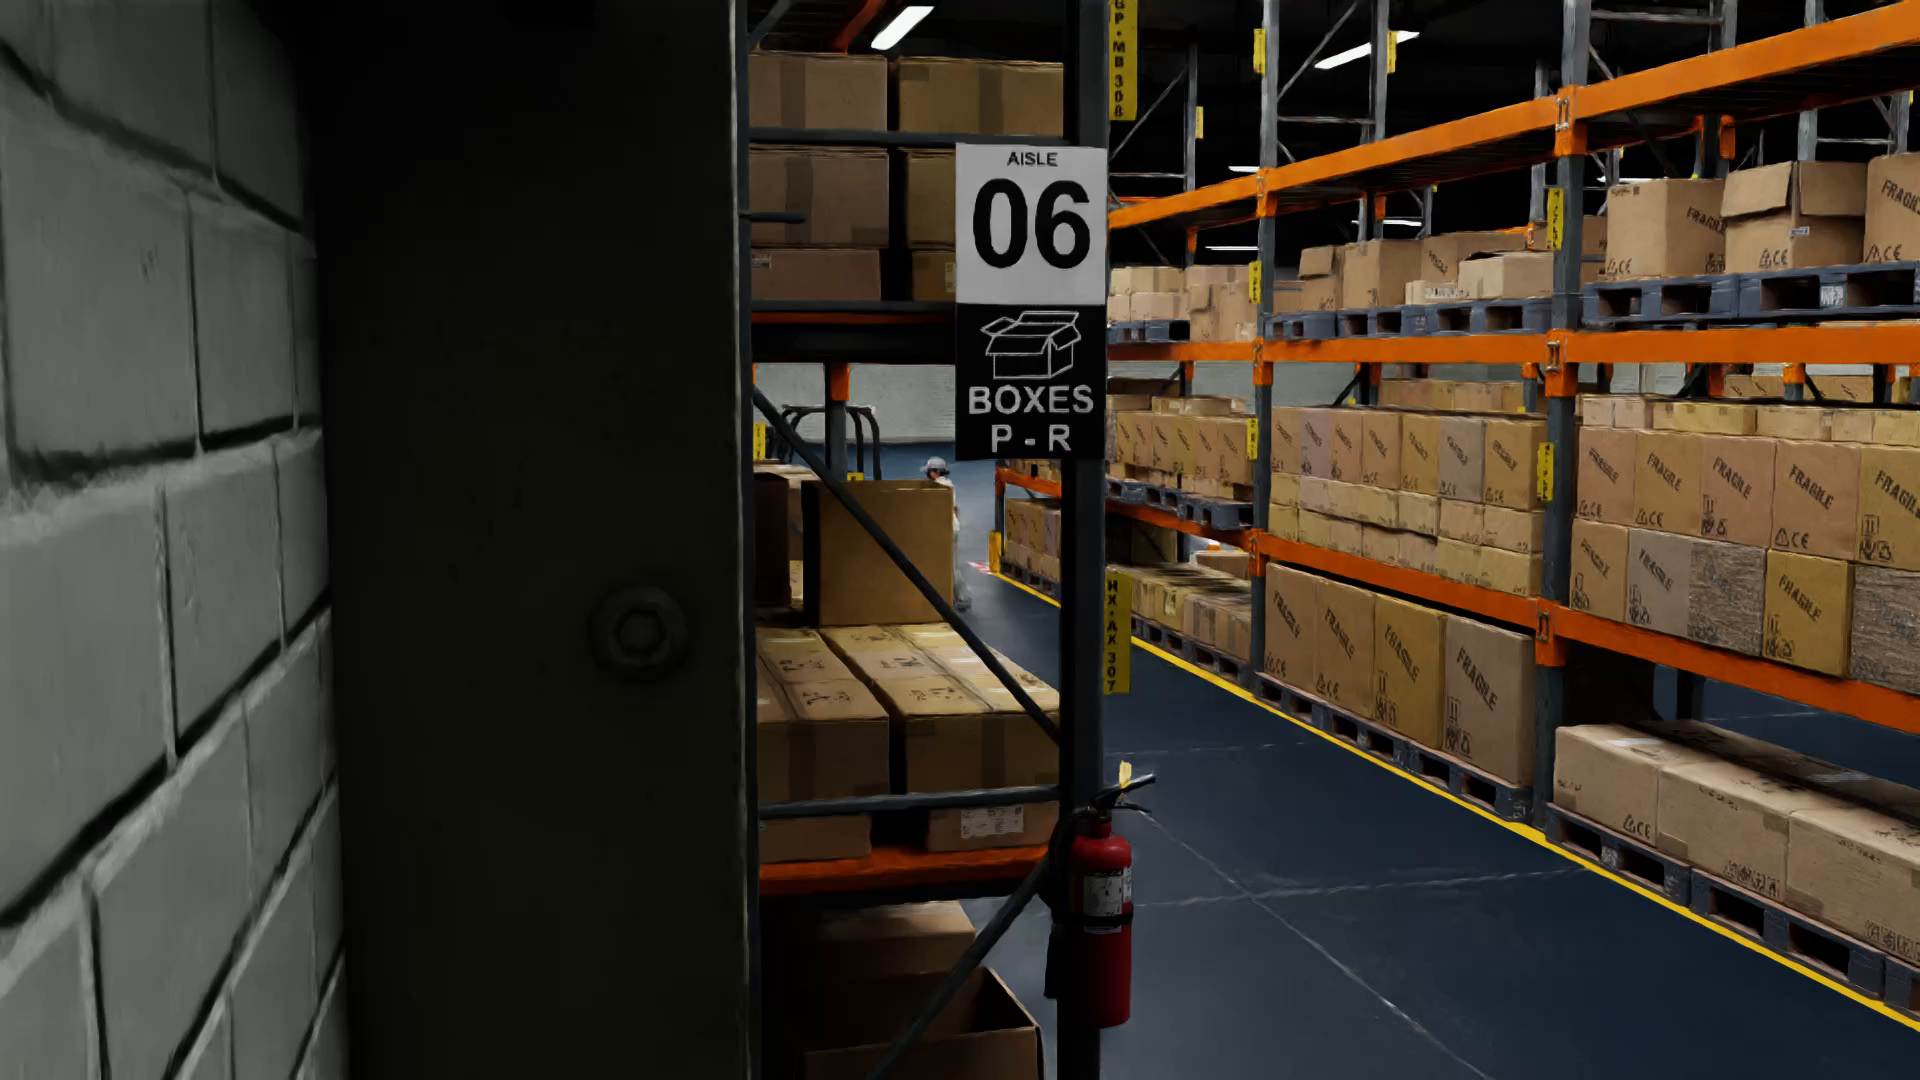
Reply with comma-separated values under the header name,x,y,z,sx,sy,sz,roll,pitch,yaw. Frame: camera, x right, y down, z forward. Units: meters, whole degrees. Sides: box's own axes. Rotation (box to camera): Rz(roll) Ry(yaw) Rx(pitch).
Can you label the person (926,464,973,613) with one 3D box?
name,x,y,z,sx,sy,sz,roll,pitch,yaw
person,-0.287,-0.055,17.481,0.885,1.620,0.543,1,6,12
